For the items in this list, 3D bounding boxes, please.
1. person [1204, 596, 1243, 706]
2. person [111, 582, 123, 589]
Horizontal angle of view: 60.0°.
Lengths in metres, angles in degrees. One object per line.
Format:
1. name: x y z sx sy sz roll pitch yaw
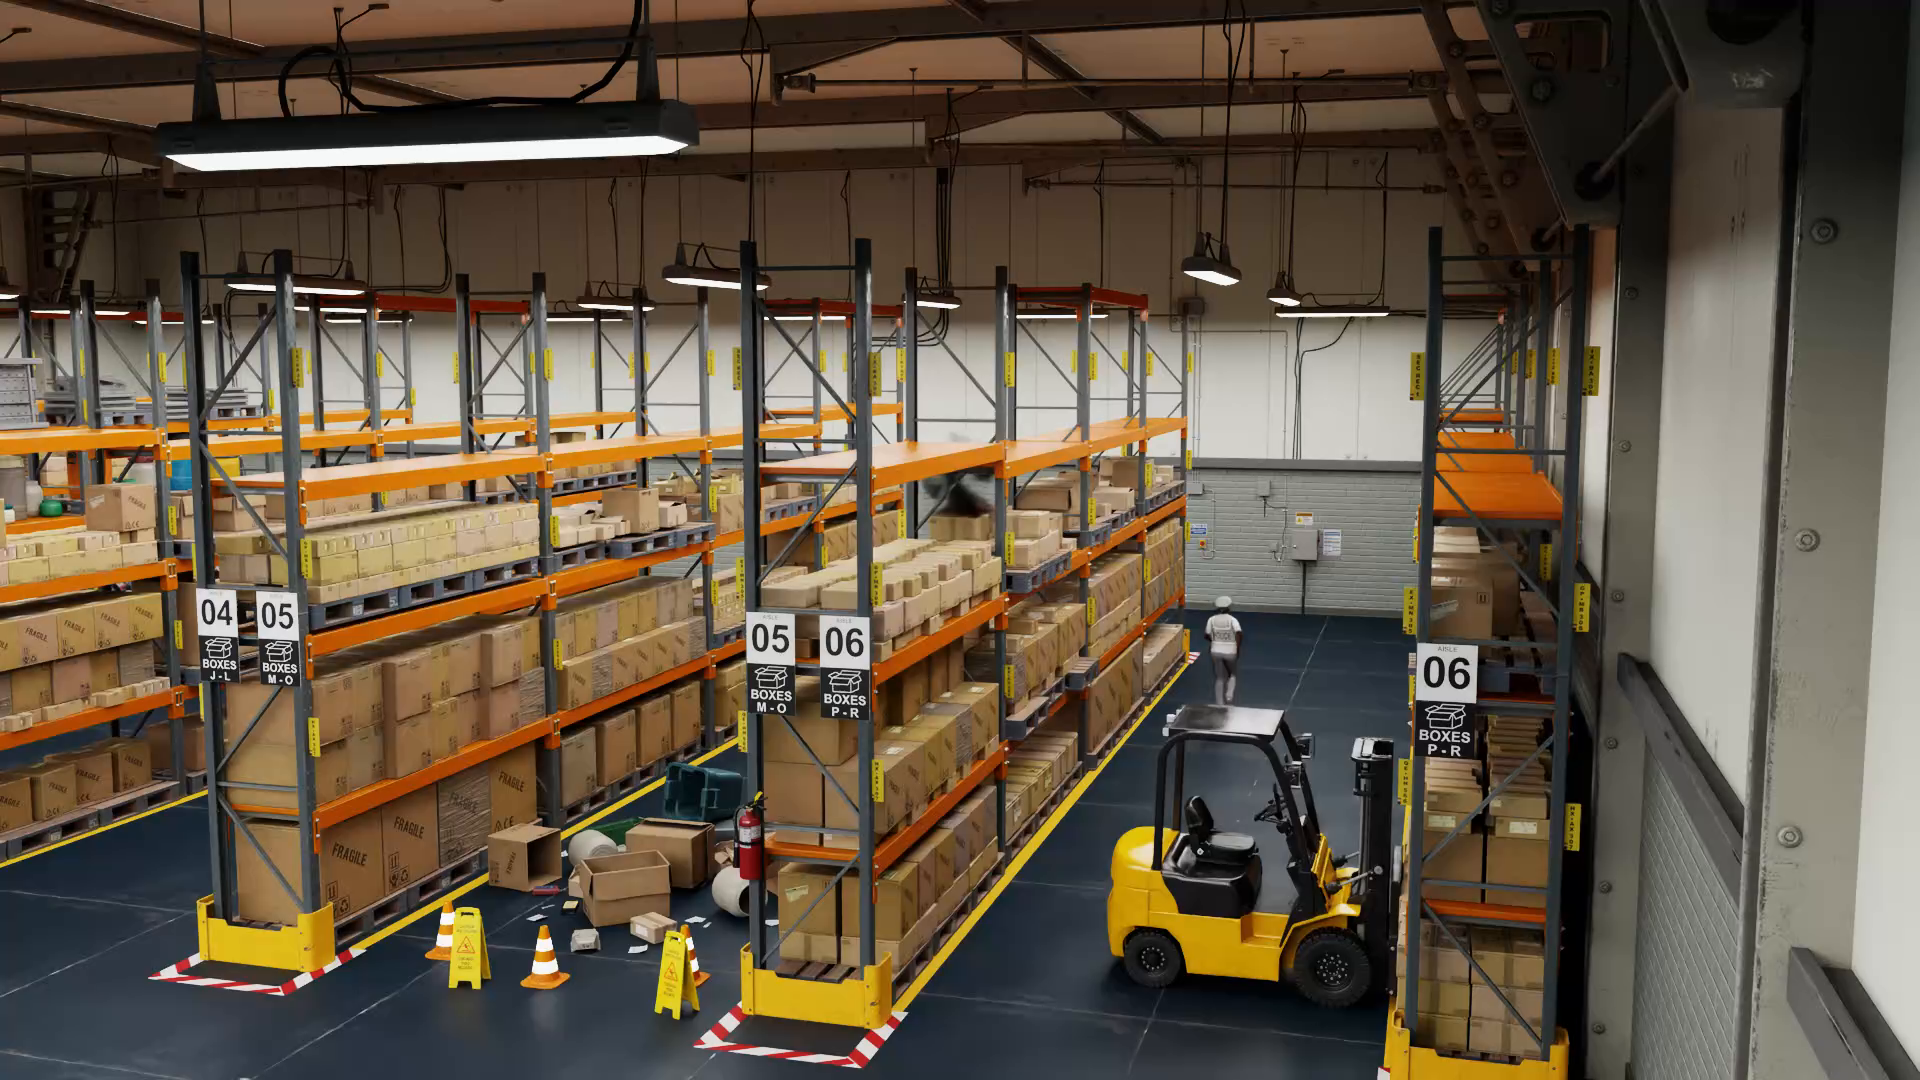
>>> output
1. person: 3.808 1.656 24.009 0.575 1.699 0.667 1 7 13
2. person: -14.728 1.061 28.933 0.682 1.766 0.855 0 6 1
